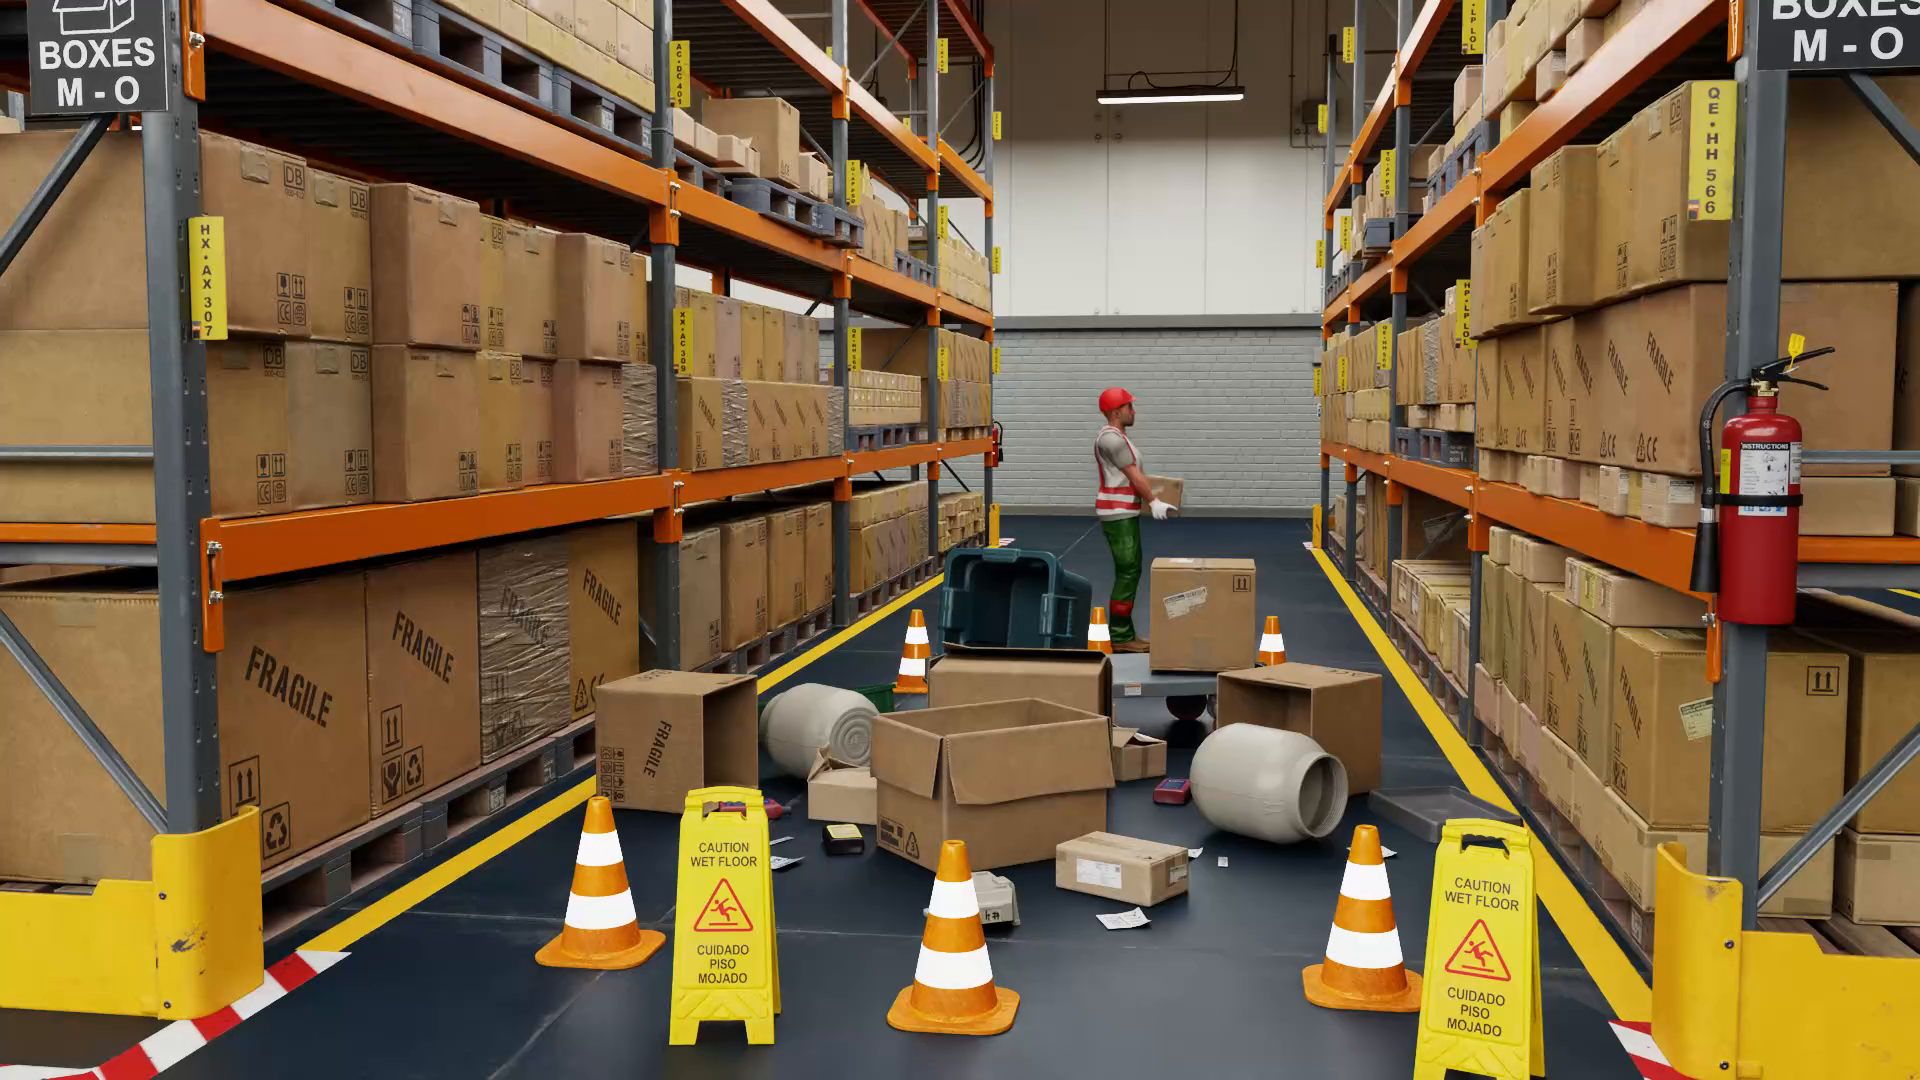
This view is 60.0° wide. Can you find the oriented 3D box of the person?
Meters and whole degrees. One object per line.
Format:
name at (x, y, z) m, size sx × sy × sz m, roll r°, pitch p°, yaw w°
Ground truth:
person at (1.198, -0.141, 11.266) m, size 0.561 × 1.785 × 0.492 m, roll 1°, pitch 4°, yaw 9°
